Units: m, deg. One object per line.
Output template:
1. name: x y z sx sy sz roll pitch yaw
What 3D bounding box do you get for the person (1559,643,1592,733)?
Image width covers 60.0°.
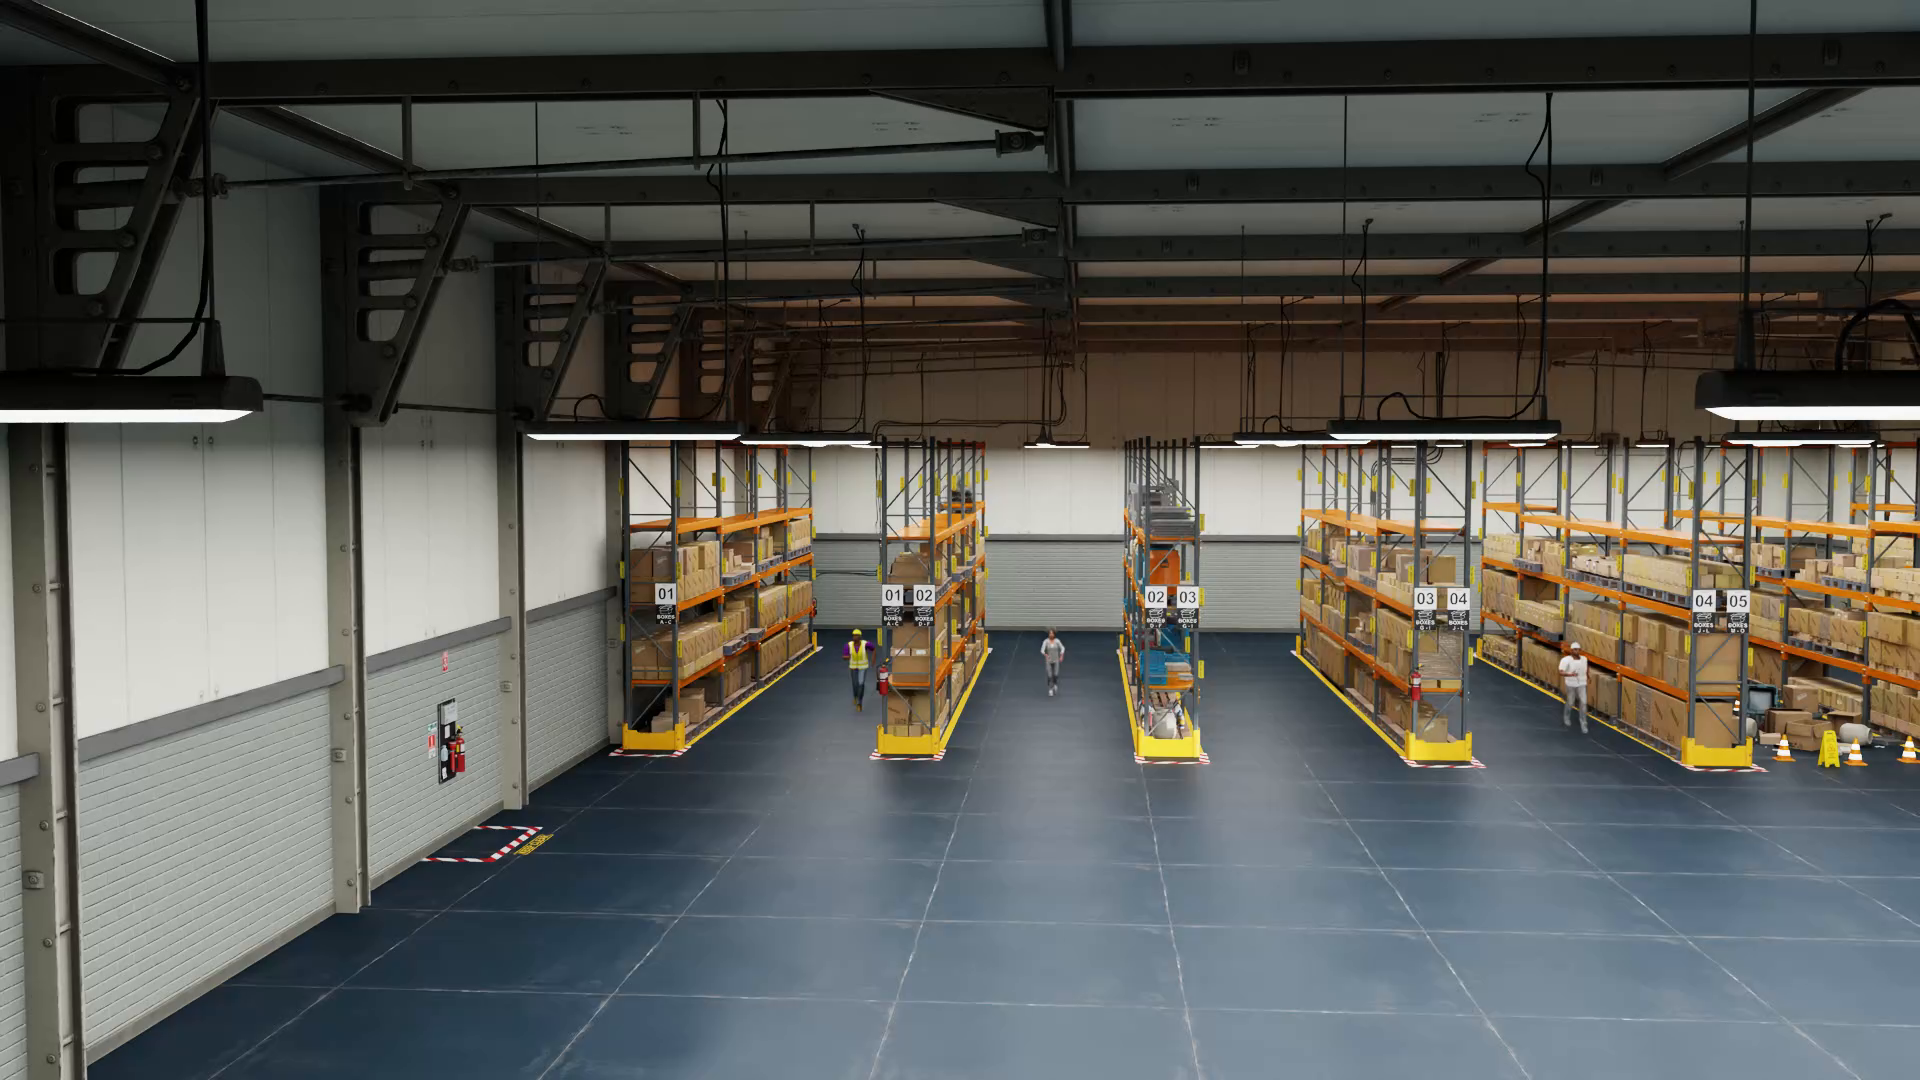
1. person: 12.601 2.993 34.057 0.689 1.796 0.928 0 3 2

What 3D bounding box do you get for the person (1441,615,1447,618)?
1. person: 13.072 2.457 44.774 0.679 1.852 0.750 0 3 8

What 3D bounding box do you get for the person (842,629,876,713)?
1. person: -2.236 2.870 36.853 0.710 1.811 0.913 0 3 9

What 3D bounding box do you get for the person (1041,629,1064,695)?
1. person: 2.170 2.858 38.848 0.566 1.559 0.545 0 3 -1
